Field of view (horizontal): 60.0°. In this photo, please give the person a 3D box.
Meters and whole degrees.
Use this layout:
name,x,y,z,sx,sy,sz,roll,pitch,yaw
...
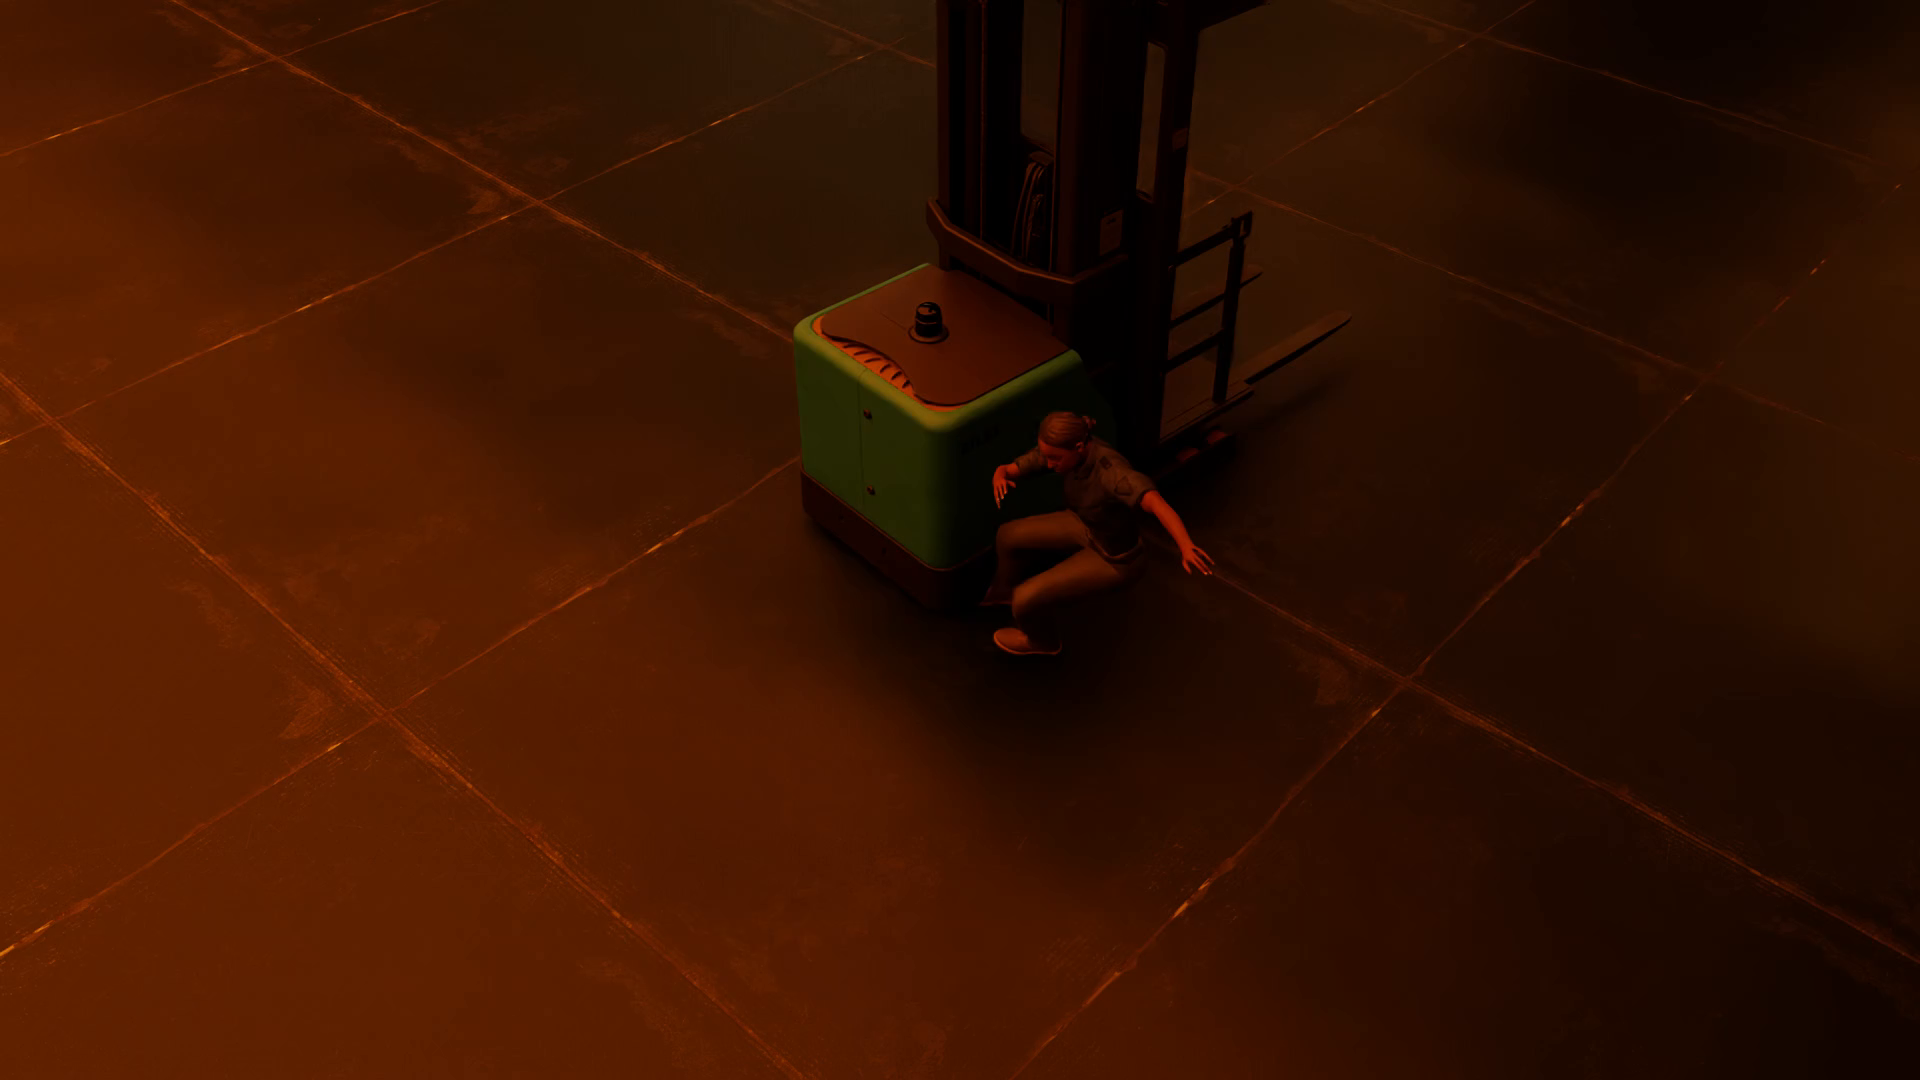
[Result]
name,x,y,z,sx,sy,sz,roll,pitch,yaw
person,0.456,0.115,6.549,0.681,1.337,1.410,-14,43,-16

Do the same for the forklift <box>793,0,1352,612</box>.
name,x,y,z,sx,sy,sz,roll,pitch,yaw
forklift,0.704,-1.628,7.326,3.031,2.935,1.130,-30,49,-30
